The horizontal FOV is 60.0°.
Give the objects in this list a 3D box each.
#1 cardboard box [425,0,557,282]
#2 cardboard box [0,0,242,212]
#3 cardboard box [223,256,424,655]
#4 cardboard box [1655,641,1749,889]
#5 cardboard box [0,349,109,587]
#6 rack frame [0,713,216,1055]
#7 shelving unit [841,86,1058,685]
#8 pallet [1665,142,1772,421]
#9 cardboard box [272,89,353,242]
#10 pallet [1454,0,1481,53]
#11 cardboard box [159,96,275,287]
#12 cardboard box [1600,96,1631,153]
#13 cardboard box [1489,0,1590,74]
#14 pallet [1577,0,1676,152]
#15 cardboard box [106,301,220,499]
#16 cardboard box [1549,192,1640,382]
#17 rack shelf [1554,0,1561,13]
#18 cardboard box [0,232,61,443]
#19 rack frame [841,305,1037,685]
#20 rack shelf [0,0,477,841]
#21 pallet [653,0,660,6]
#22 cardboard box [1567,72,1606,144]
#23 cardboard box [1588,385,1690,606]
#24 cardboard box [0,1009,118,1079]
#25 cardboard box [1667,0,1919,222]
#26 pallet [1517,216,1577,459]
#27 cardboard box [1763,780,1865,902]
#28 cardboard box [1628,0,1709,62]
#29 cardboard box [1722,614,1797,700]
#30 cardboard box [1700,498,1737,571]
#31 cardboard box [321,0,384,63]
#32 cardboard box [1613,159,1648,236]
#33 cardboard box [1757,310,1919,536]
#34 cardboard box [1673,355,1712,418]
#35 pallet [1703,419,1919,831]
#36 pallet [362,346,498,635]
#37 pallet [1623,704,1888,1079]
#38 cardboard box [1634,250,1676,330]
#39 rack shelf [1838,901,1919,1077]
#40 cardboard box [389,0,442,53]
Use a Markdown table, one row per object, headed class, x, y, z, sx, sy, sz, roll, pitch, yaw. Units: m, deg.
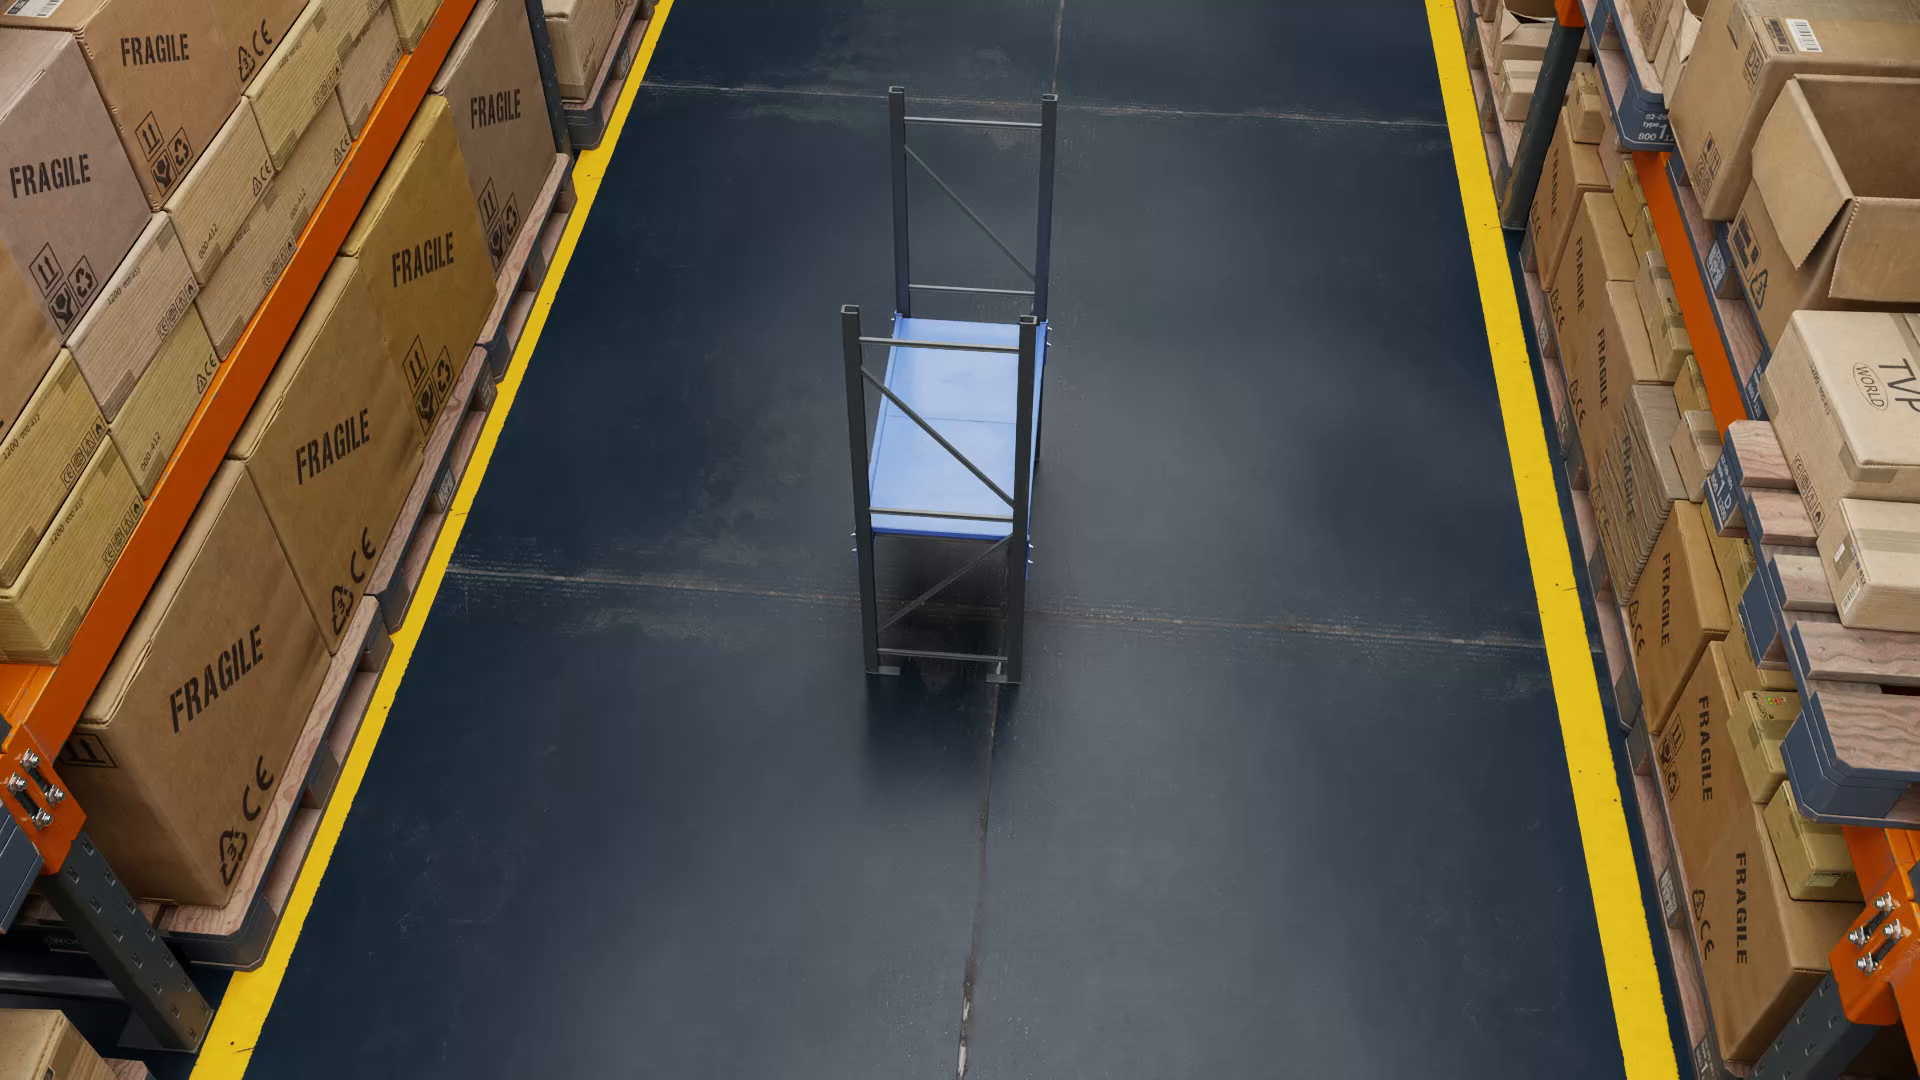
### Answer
| class | x | y | z | sx | sy | sz | roll | pitch | yaw |
| --- | --- | --- | --- | --- | --- | --- | --- | --- | --- |
| cardboard box | -2.159 | -1.607 | 6.342 | 0.875 | 0.875 | 0.875 | 5 | 48 | 5 |
| cardboard box | -2.160 | -1.165 | 4.038 | 0.500 | 0.500 | 0.500 | 5 | 48 | 5 |
| cardboard box | -2.315 | -0.286 | 5.134 | 0.875 | 0.875 | 0.875 | 4 | 48 | 4 |
| cardboard box | 2.277 | 0.637 | 4.544 | 0.500 | 0.500 | 0.500 | 3 | 48 | 3 |
| cardboard box | -2.254 | -0.178 | 3.643 | 0.500 | 0.250 | 0.500 | 4 | 48 | 3 |
| rack frame | -2.546 | 0.296 | 3.446 | 1.000 | 3.000 | 0.127 | 4 | 48 | 4 |
| shelving unit | -0.008 | -0.443 | 5.139 | 0.538 | 1.500 | 1.048 | 4 | 48 | 4 |
| pallet | 2.570 | -0.737 | 4.522 | 1.003 | 0.211 | 1.213 | 4 | 48 | 4 |
| cardboard box | -2.127 | -1.122 | 4.845 | 0.500 | 0.250 | 0.500 | 4 | 48 | 4 |
| pallet | 2.934 | -2.774 | 8.145 | 1.003 | 0.211 | 1.213 | 4 | 48 | 4 |
| cardboard box | -2.148 | -0.923 | 4.324 | 0.500 | 0.250 | 0.500 | 4 | 48 | 3 |
| cardboard box | 2.488 | -1.490 | 5.848 | 0.380 | 0.149 | 0.250 | 2 | 48 | 2 |
| cardboard box | 2.552 | -2.223 | 7.318 | 0.396 | 0.266 | 0.258 | 5 | 48 | 5 |
| pallet | 2.580 | -1.667 | 5.372 | 1.003 | 0.211 | 1.213 | 4 | 48 | 4 |
| cardboard box | -2.222 | -0.374 | 4.161 | 0.500 | 0.250 | 0.500 | 3 | 48 | 2 |
| cardboard box | 2.455 | -0.878 | 5.930 | 0.500 | 0.500 | 0.500 | 3 | 48 | 3 |
| rack shelf | 2.944 | -3.539 | 7.442 | 1.077 | 0.370 | 4.000 | 4 | 48 | 4 |
| cardboard box | -2.258 | -0.421 | 3.357 | 0.500 | 0.500 | 0.500 | 2 | 48 | 2 |
| rack frame | -0.054 | -0.070 | 4.798 | 0.500 | 1.500 | 0.032 | 4 | 48 | 4 |
| rack shelf | -2.364 | -0.931 | 5.056 | 1.077 | 0.370 | 4.000 | 4 | 48 | 4 |
| pallet | -1.926 | -3.154 | 8.492 | 1.003 | 0.211 | 1.213 | 4 | 48 | 4 |
| cardboard box | 2.464 | -1.583 | 6.135 | 0.380 | 0.149 | 0.250 | 6 | 48 | 5 |
| cardboard box | 2.351 | -0.131 | 5.246 | 0.500 | 0.500 | 0.500 | 2 | 48 | 2 |
| cardboard box | -2.608 | 1.456 | 3.882 | 0.950 | 0.372 | 0.625 | 1 | 48 | 1 |
| cardboard box | 2.376 | -1.190 | 4.453 | 0.700 | 0.500 | 0.500 | 4 | 48 | 3 |
| pallet | 2.725 | -0.771 | 6.312 | 1.003 | 0.211 | 1.213 | 4 | 48 | 4 |
| cardboard box | 2.190 | 0.730 | 4.019 | 0.380 | 0.149 | 0.250 | 2 | 48 | 2 |
| cardboard box | 2.447 | -1.767 | 4.981 | 0.700 | 0.500 | 0.500 | 4 | 48 | 4 |
| cardboard box | 2.252 | 0.337 | 4.379 | 0.380 | 0.149 | 0.250 | 2 | 48 | 2 |
| cardboard box | 2.343 | -0.037 | 4.721 | 0.380 | 0.149 | 0.250 | 3 | 48 | 3 |
| cardboard box | -2.059 | -1.672 | 5.009 | 0.500 | 0.250 | 0.500 | 5 | 48 | 4 |
| cardboard box | 2.504 | -1.185 | 5.771 | 0.380 | 0.149 | 0.250 | 2 | 48 | 2 |
| cardboard box | 2.171 | -0.261 | 3.773 | 0.500 | 0.250 | 0.500 | 2 | 48 | 2 |
| cardboard box | 2.412 | -0.419 | 5.071 | 0.380 | 0.149 | 0.250 | 4 | 48 | 4 |
| pallet | 2.389 | 0.189 | 3.674 | 1.213 | 0.211 | 1.003 | 4 | 48 | 4 |
| pallet | -2.286 | -0.231 | 5.818 | 1.003 | 0.211 | 1.213 | 4 | 48 | 4 |
| pallet | 2.503 | 1.022 | 4.672 | 1.003 | 0.211 | 1.213 | 4 | 48 | 4 |
| cardboard box | 2.432 | -0.802 | 5.420 | 0.380 | 0.149 | 0.250 | 4 | 48 | 3 |
| rack shelf | 2.215 | 2.340 | 2.065 | 1.077 | 0.370 | 4.000 | 4 | 48 | 4 |
| cardboard box | -2.019 | -1.872 | 5.531 | 0.500 | 0.250 | 0.500 | 3 | 48 | 3 |
